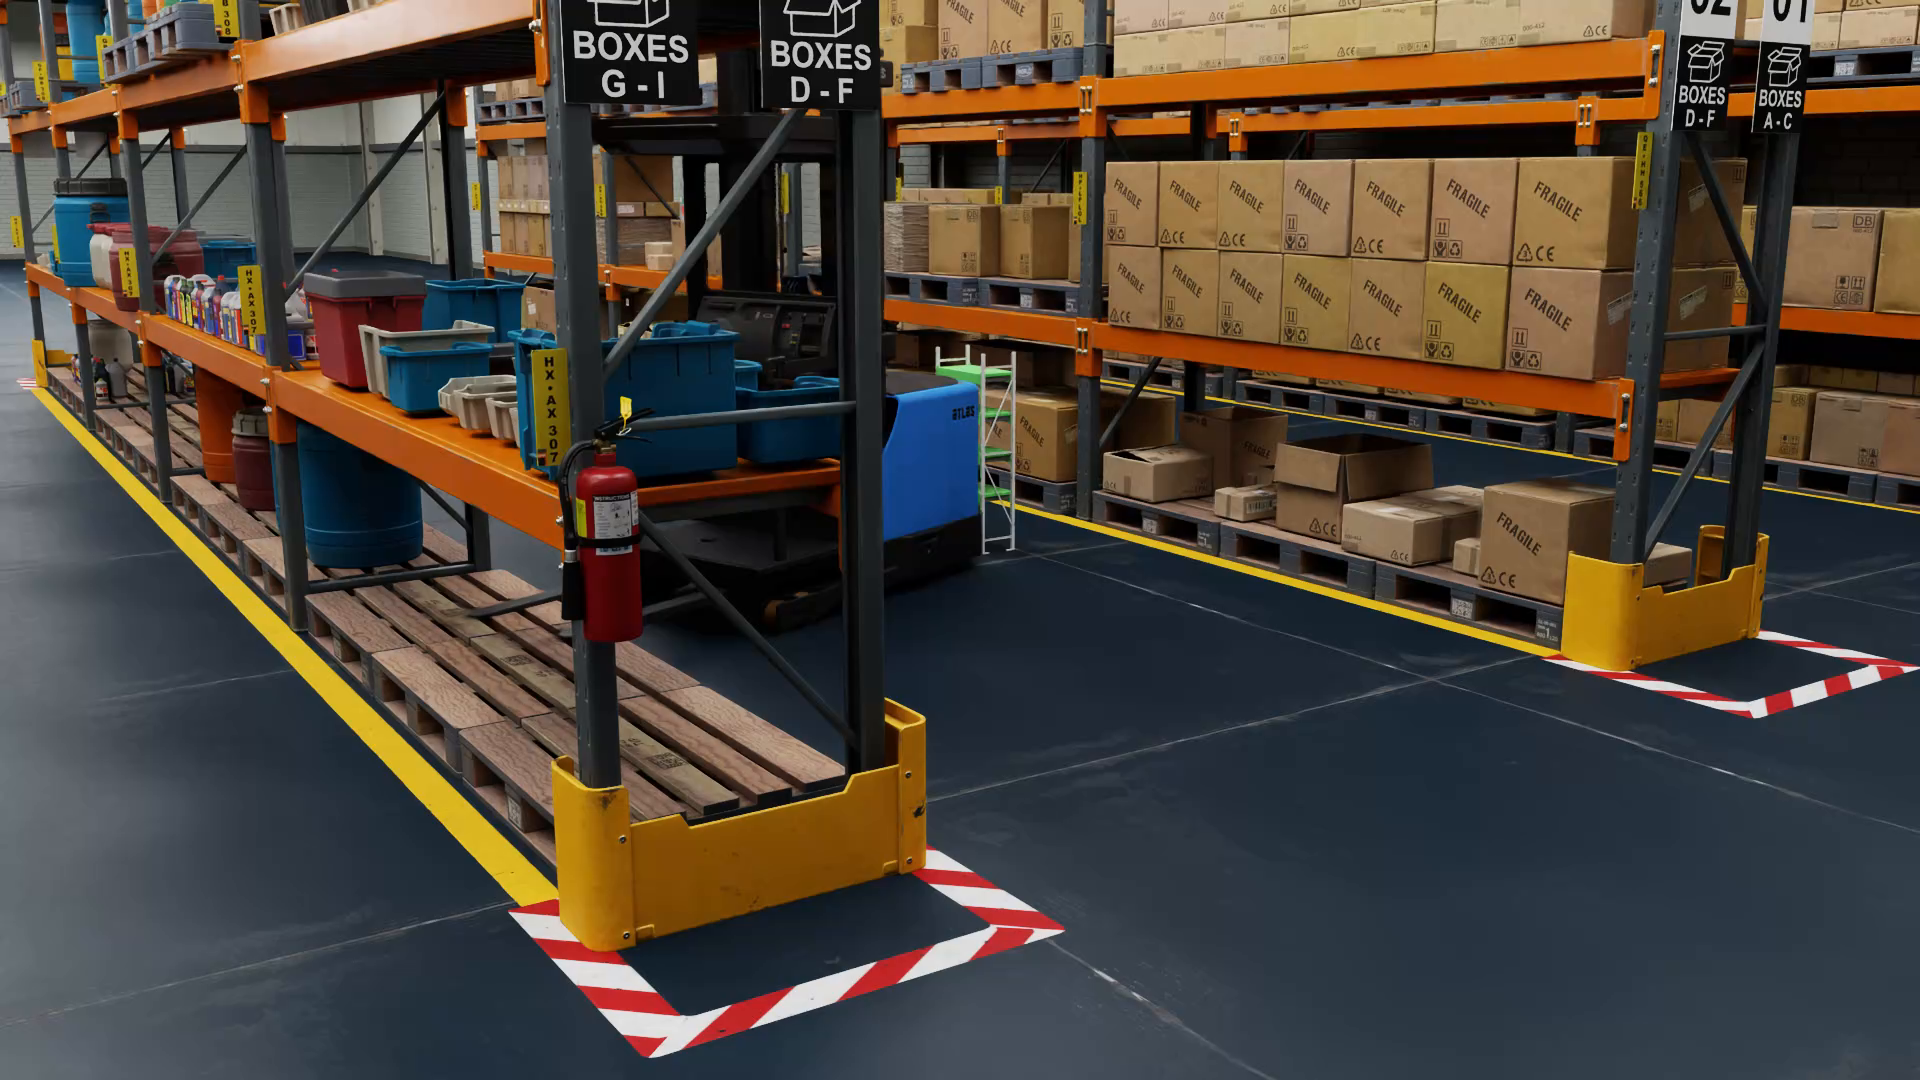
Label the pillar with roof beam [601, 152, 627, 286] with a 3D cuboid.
[{"bbox_3d":[-10.434,-8.910,30.039,9.100,9.000,0.400,-8,15,-33],"label":"pillar with roof beam"}]

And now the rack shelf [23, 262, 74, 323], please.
[{"bbox_3d":[-8.448,-2.497,16.440,1.077,0.370,4.000,-8,15,-33],"label":"rack shelf"}]

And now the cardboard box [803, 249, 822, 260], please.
[{"bbox_3d":[-1.164,-2.393,14.491,0.500,0.311,0.500,-7,14,-29],"label":"cardboard box"}]

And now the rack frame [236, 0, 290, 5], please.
[{"bbox_3d":[-2.908,-4.000,7.590,1.000,3.000,0.127,-8,15,-33],"label":"rack frame"}]

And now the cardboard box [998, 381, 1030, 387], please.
[{"bbox_3d":[0.577,-0.947,12.493,0.500,0.500,0.500,-8,15,-32],"label":"cardboard box"}]

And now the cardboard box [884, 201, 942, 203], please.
[{"bbox_3d":[-0.556,-2.522,13.655,0.500,0.500,0.700,9,15,36],"label":"cardboard box"}]

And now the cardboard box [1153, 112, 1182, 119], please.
[{"bbox_3d":[2.482,-4.721,17.617,0.797,0.503,0.637,-6,14,-25],"label":"cardboard box"}]

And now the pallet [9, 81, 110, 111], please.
[{"bbox_3d":[-7.821,-3.982,14.971,1.213,0.211,1.003,-8,15,-33],"label":"pallet"}]

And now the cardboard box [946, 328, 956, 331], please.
[{"bbox_3d":[0.038,-2.774,21.668,0.380,0.149,0.250,-10,16,-37],"label":"cardboard box"}]

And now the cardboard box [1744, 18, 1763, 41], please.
[{"bbox_3d":[5.773,-3.642,12.106,0.500,0.250,0.500,-8,15,-34],"label":"cardboard box"}]

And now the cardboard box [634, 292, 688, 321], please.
[{"bbox_3d":[-3.211,-2.426,18.130,0.500,0.500,0.500,-8,15,-33],"label":"cardboard box"}]

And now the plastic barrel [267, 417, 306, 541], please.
[{"bbox_3d":[-3.588,-0.474,9.438,0.600,0.901,0.708,-8,15,-33],"label":"plastic barrel"}]

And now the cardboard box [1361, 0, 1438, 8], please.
[{"bbox_3d":[2.386,-2.819,8.393,0.500,0.250,0.500,-8,15,-33],"label":"cardboard box"}]

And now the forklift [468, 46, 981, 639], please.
[{"bbox_3d":[-1.139,-1.088,8.478,1.130,2.935,3.031,9,15,34],"label":"forklift"}]

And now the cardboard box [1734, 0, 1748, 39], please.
[{"bbox_3d":[3.361,-2.457,7.907,0.500,0.250,0.500,-8,15,-33],"label":"cardboard box"}]

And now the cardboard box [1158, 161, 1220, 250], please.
[{"bbox_3d":[1.531,-1.984,9.837,0.500,0.500,0.500,-9,15,-35],"label":"cardboard box"}]

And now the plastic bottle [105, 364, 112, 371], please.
[{"bbox_3d":[-7.934,-1.513,15.606,0.152,0.276,0.135,-8,15,-33],"label":"plastic bottle"}]

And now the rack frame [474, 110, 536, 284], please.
[{"bbox_3d":[-5.431,-3.789,20.668,1.000,3.000,0.127,-8,15,-33],"label":"rack frame"}]

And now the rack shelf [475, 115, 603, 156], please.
[{"bbox_3d":[-4.323,-4.548,18.798,1.077,0.370,4.000,-8,15,-33],"label":"rack shelf"}]

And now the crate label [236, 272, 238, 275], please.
[{"bbox_3d":[-5.046,-1.818,12.047,0.303,0.233,0.416,-8,15,-33],"label":"crate label"}]

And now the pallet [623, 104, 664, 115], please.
[{"bbox_3d":[-2.715,-4.294,16.405,0.805,0.209,1.217,-9,15,-35],"label":"pallet"}]

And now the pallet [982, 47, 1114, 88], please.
[{"bbox_3d":[0.915,-3.153,11.177,1.213,0.211,1.003,-8,15,-33],"label":"pallet"}]

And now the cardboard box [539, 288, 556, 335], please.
[{"bbox_3d":[-4.490,-2.629,19.059,0.500,0.500,0.500,-8,15,-33],"label":"cardboard box"}]

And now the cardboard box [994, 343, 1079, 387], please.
[{"bbox_3d":[0.599,-1.308,12.387,0.500,0.250,0.500,-8,15,-33],"label":"cardboard box"}]

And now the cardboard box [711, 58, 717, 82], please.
[{"bbox_3d":[-1.910,-4.232,15.039,0.500,0.250,0.500,-8,15,-34],"label":"cardboard box"}]

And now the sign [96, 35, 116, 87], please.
[{"bbox_3d":[-5.578,-3.129,10.871,0.100,0.325,0.005,-8,15,-33],"label":"sign"}]

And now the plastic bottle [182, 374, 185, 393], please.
[{"bbox_3d":[-7.265,-1.485,15.651,0.097,0.201,0.097,0,12,0],"label":"plastic bottle"}]

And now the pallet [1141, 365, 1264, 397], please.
[{"bbox_3d":[2.692,-1.730,17.780,1.003,0.211,1.213,-8,15,-33],"label":"pallet"}]

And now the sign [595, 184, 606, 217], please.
[{"bbox_3d":[-3.676,-3.474,17.012,0.100,0.325,0.005,-8,15,-33],"label":"sign"}]

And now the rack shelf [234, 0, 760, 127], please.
[{"bbox_3d":[-1.800,-1.828,6.361,1.077,0.370,4.000,-8,15,-33],"label":"rack shelf"}]

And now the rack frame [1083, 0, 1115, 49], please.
[{"bbox_3d":[1.218,-4.586,10.268,1.000,3.000,0.127,-8,15,-33],"label":"rack frame"}]

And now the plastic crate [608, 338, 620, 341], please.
[{"bbox_3d":[-1.450,-0.676,6.683,0.416,0.233,0.300,-8,15,-33],"label":"plastic crate"}]

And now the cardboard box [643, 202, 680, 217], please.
[{"bbox_3d":[-3.202,-3.514,17.658,0.380,0.149,0.250,-8,15,-33],"label":"cardboard box"}]

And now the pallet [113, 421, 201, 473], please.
[{"bbox_3d":[-6.193,-0.778,13.424,1.003,0.211,1.213,-8,15,-33],"label":"pallet"}]

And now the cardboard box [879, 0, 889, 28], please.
[{"bbox_3d":[-0.479,-4.200,12.951,0.500,0.500,0.500,-8,15,-33],"label":"cardboard box"}]

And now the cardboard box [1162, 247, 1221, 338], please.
[{"bbox_3d":[1.560,-1.490,9.922,0.500,0.500,0.500,-8,15,-32],"label":"cardboard box"}]

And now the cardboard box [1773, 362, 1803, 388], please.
[{"bbox_3d":[5.996,-1.223,12.281,0.380,0.149,0.250,-9,15,-34],"label":"cardboard box"}]

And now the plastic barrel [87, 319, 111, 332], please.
[{"bbox_3d":[-9.128,-2.085,17.717,0.421,0.512,0.421,0,12,0],"label":"plastic barrel"}]

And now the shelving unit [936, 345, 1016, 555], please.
[{"bbox_3d":[0.092,-0.557,10.099,0.258,1.200,0.503,-8,15,-33],"label":"shelving unit"}]

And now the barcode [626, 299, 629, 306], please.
[{"bbox_3d":[-3.420,-2.446,17.100,0.001,0.075,0.075,-8,15,-33],"label":"barcode"}]

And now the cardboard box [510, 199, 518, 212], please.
[{"bbox_3d":[-5.107,-3.969,19.736,0.380,0.149,0.250,-8,15,-33],"label":"cardboard box"}]

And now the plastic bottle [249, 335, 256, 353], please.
[{"bbox_3d":[-3.690,-1.170,8.807,0.144,0.351,0.185,-8,15,-33],"label":"plastic bottle"}]

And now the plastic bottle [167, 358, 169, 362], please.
[{"bbox_3d":[-7.659,-1.622,16.115,0.097,0.271,0.097,0,12,0],"label":"plastic bottle"}]

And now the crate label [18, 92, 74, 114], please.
[{"bbox_3d":[-8.795,-4.224,15.984,0.502,0.251,0.408,-8,15,-33],"label":"crate label"}]

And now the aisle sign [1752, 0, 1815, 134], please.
[{"bbox_3d":[3.716,-2.236,7.482,0.394,0.787,0.004,-8,15,-33],"label":"aisle sign"}]

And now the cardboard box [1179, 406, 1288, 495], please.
[{"bbox_3d":[1.770,-0.581,10.819,0.500,0.500,0.500,-8,15,-33],"label":"cardboard box"}]

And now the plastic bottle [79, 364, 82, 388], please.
[{"bbox_3d":[-8.454,-1.612,16.067,0.097,0.271,0.097,0,12,0],"label":"plastic bottle"}]

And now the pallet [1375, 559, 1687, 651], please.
[{"bbox_3d":[2.949,0.263,8.663,1.003,0.211,1.213,-8,15,-33],"label":"pallet"}]

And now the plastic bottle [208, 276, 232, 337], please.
[{"bbox_3d":[-4.300,-1.366,9.702,0.144,0.351,0.185,-8,15,-33],"label":"plastic bottle"}]

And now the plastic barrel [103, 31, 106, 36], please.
[{"bbox_3d":[-7.415,-4.317,14.816,0.421,0.512,0.421,0,12,0],"label":"plastic barrel"}]

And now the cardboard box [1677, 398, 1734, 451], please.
[{"bbox_3d":[5.944,-0.991,12.741,0.700,0.500,0.500,-8,15,-33],"label":"cardboard box"}]

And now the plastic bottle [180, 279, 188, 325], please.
[{"bbox_3d":[-4.861,-1.497,10.460,0.061,0.283,0.133,-8,15,-33],"label":"plastic bottle"}]

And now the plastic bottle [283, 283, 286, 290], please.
[{"bbox_3d":[-3.672,-1.220,9.035,0.144,0.351,0.185,-8,15,-33],"label":"plastic bottle"}]

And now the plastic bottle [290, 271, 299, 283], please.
[{"bbox_3d":[-4.545,-1.702,11.398,0.061,0.283,0.133,-8,15,-33],"label":"plastic bottle"}]

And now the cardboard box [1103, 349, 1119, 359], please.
[{"bbox_3d":[1.906,-2.348,18.900,0.700,0.500,0.500,-8,15,-32],"label":"cardboard box"}]
